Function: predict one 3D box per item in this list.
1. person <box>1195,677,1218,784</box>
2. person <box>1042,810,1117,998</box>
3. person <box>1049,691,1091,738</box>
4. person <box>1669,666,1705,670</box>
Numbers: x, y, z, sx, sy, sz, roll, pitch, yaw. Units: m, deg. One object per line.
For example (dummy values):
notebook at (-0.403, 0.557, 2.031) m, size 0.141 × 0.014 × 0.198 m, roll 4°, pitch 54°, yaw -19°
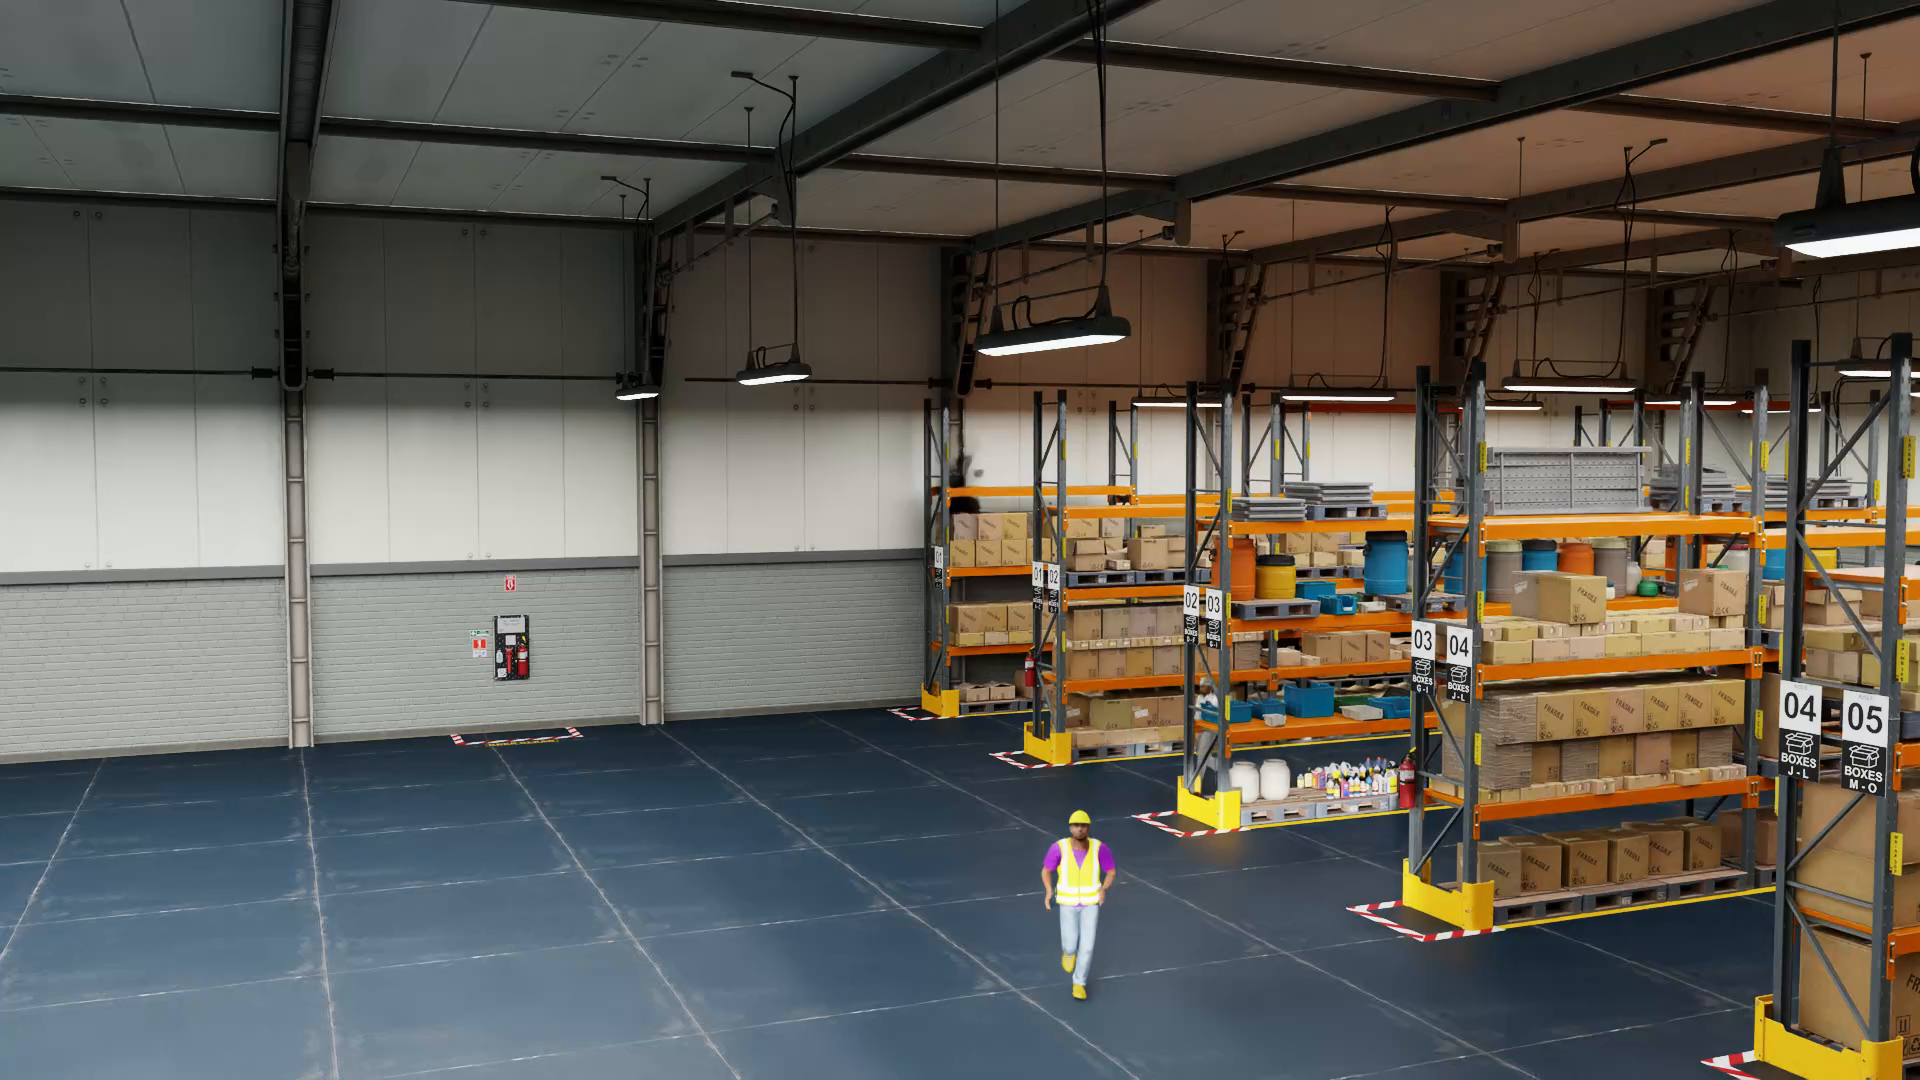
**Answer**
person at (3.629, 2.860, 24.524) m, size 0.923 × 1.694 × 0.579 m, roll -2°, pitch 4°, yaw -34°
person at (1.123, 3.387, 15.616) m, size 0.702 × 1.721 × 0.589 m, roll 0°, pitch 3°, yaw 2°
person at (1.967, 2.565, 29.011) m, size 0.900 × 1.786 × 0.711 m, roll -2°, pitch 4°, yaw -26°
person at (12.778, 2.605, 29.419) m, size 0.641 × 1.678 × 0.546 m, roll -2°, pitch 4°, yaw -33°
